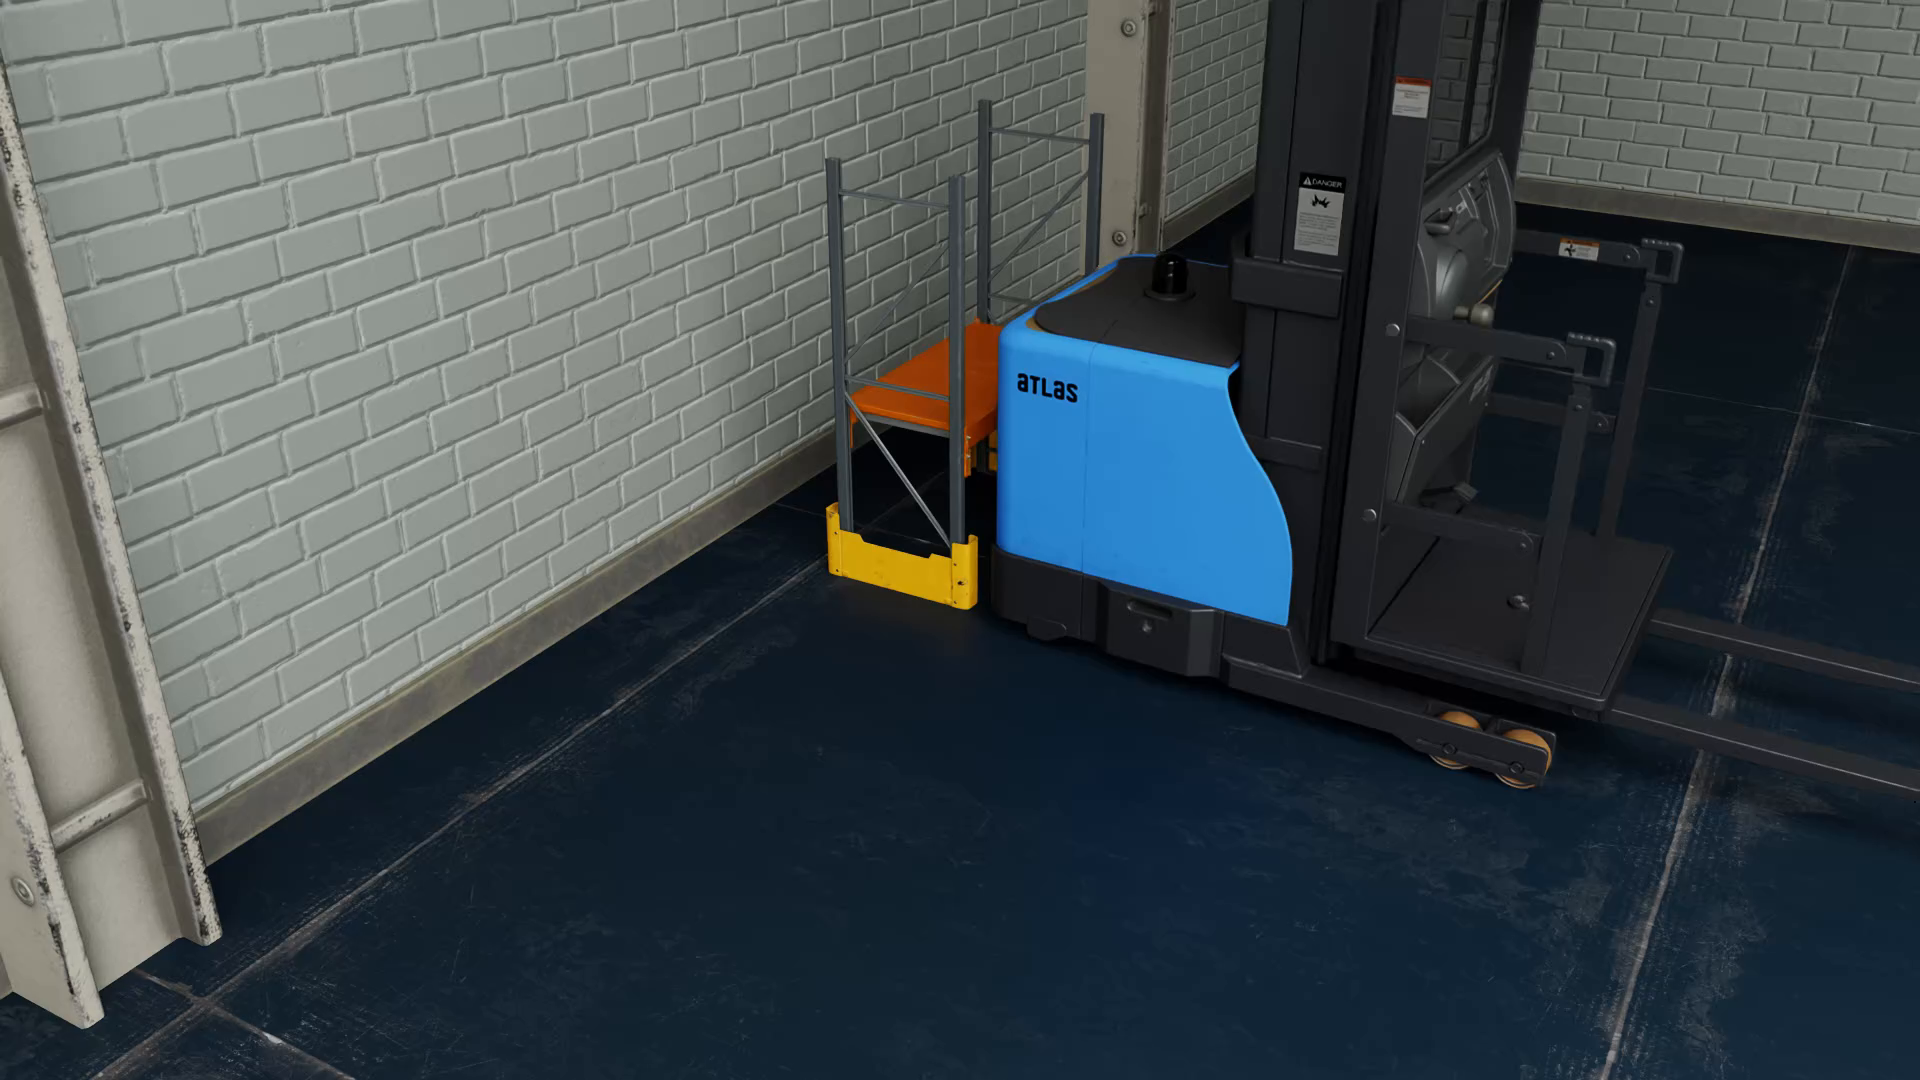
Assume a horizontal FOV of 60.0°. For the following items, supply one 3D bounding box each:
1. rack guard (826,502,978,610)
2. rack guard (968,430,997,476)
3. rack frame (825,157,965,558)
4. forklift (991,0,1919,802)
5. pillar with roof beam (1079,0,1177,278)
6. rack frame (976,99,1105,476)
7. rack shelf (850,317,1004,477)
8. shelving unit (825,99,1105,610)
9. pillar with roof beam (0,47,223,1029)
[{"bbox_3d":[-0.207,0.053,5.866,0.587,0.250,0.087,14,30,26],"label":"rack guard"},{"bbox_3d":[0.282,-0.336,6.641,0.587,0.250,0.087,14,30,26],"label":"rack guard"},{"bbox_3d":[-0.208,-0.506,5.585,0.500,1.500,0.032,14,30,26],"label":"rack frame"},{"bbox_3d":[1.636,-0.864,4.701,3.031,2.935,1.130,15,30,27],"label":"forklift"},{"bbox_3d":[4.592,-4.366,4.920,9.100,9.000,0.400,14,30,26],"label":"pillar with roof beam"},{"bbox_3d":[0.292,-0.902,6.376,0.500,1.500,0.032,14,30,26],"label":"rack frame"},{"bbox_3d":[0.042,-0.543,6.061,0.538,0.185,1.000,14,30,26],"label":"rack shelf"},{"bbox_3d":[0.038,-0.700,5.974,0.587,1.500,1.083,14,30,26],"label":"shelving unit"},{"bbox_3d":[1.641,-2.028,0.248,9.100,9.000,0.400,14,30,26],"label":"pillar with roof beam"}]
